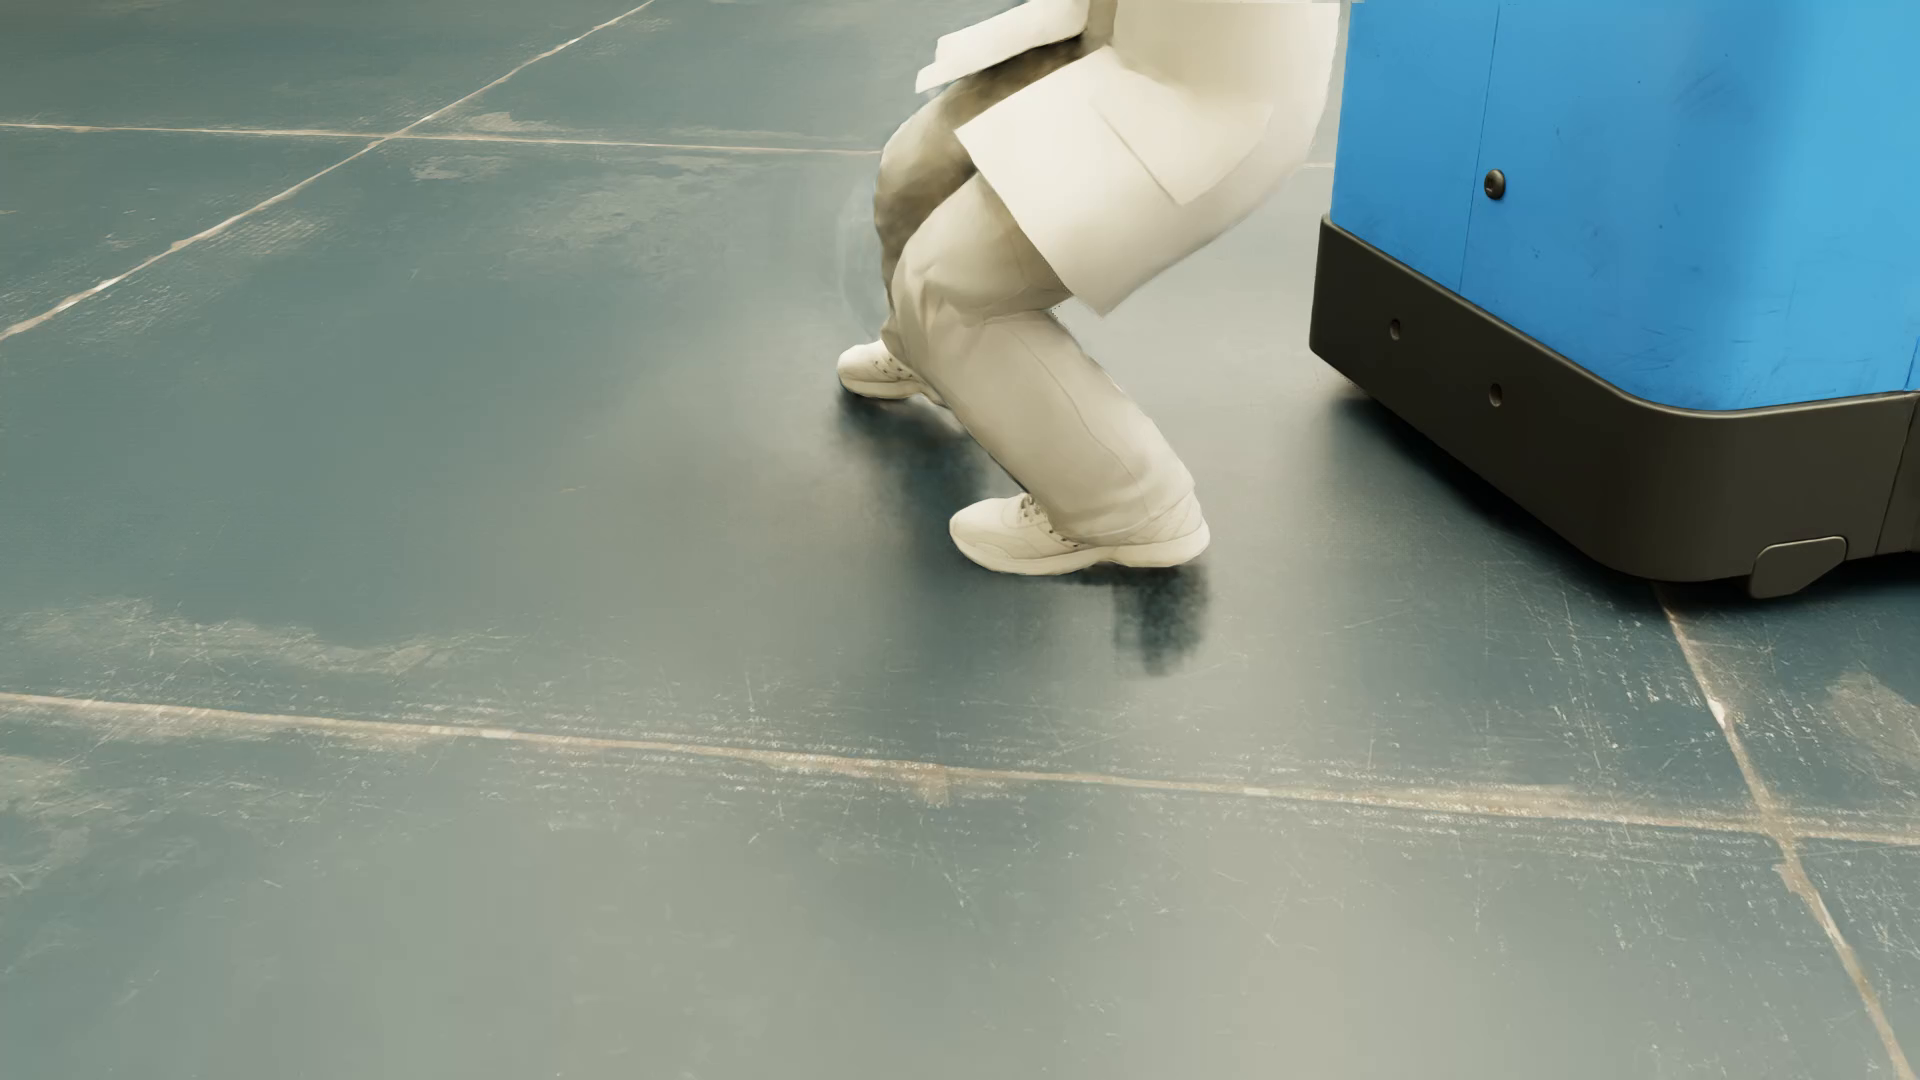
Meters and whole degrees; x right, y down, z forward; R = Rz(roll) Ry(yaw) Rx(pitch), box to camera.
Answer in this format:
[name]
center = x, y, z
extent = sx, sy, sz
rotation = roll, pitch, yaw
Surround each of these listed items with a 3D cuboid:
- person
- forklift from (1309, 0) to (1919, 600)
[person]
center = 0.048, -0.607, 2.048
extent = 0.804, 1.500, 1.619
rotation = -8, 28, -15
[forklift]
center = 2.214, -1.584, 2.392
extent = 3.031, 2.935, 1.130
rotation = -7, 27, -14
